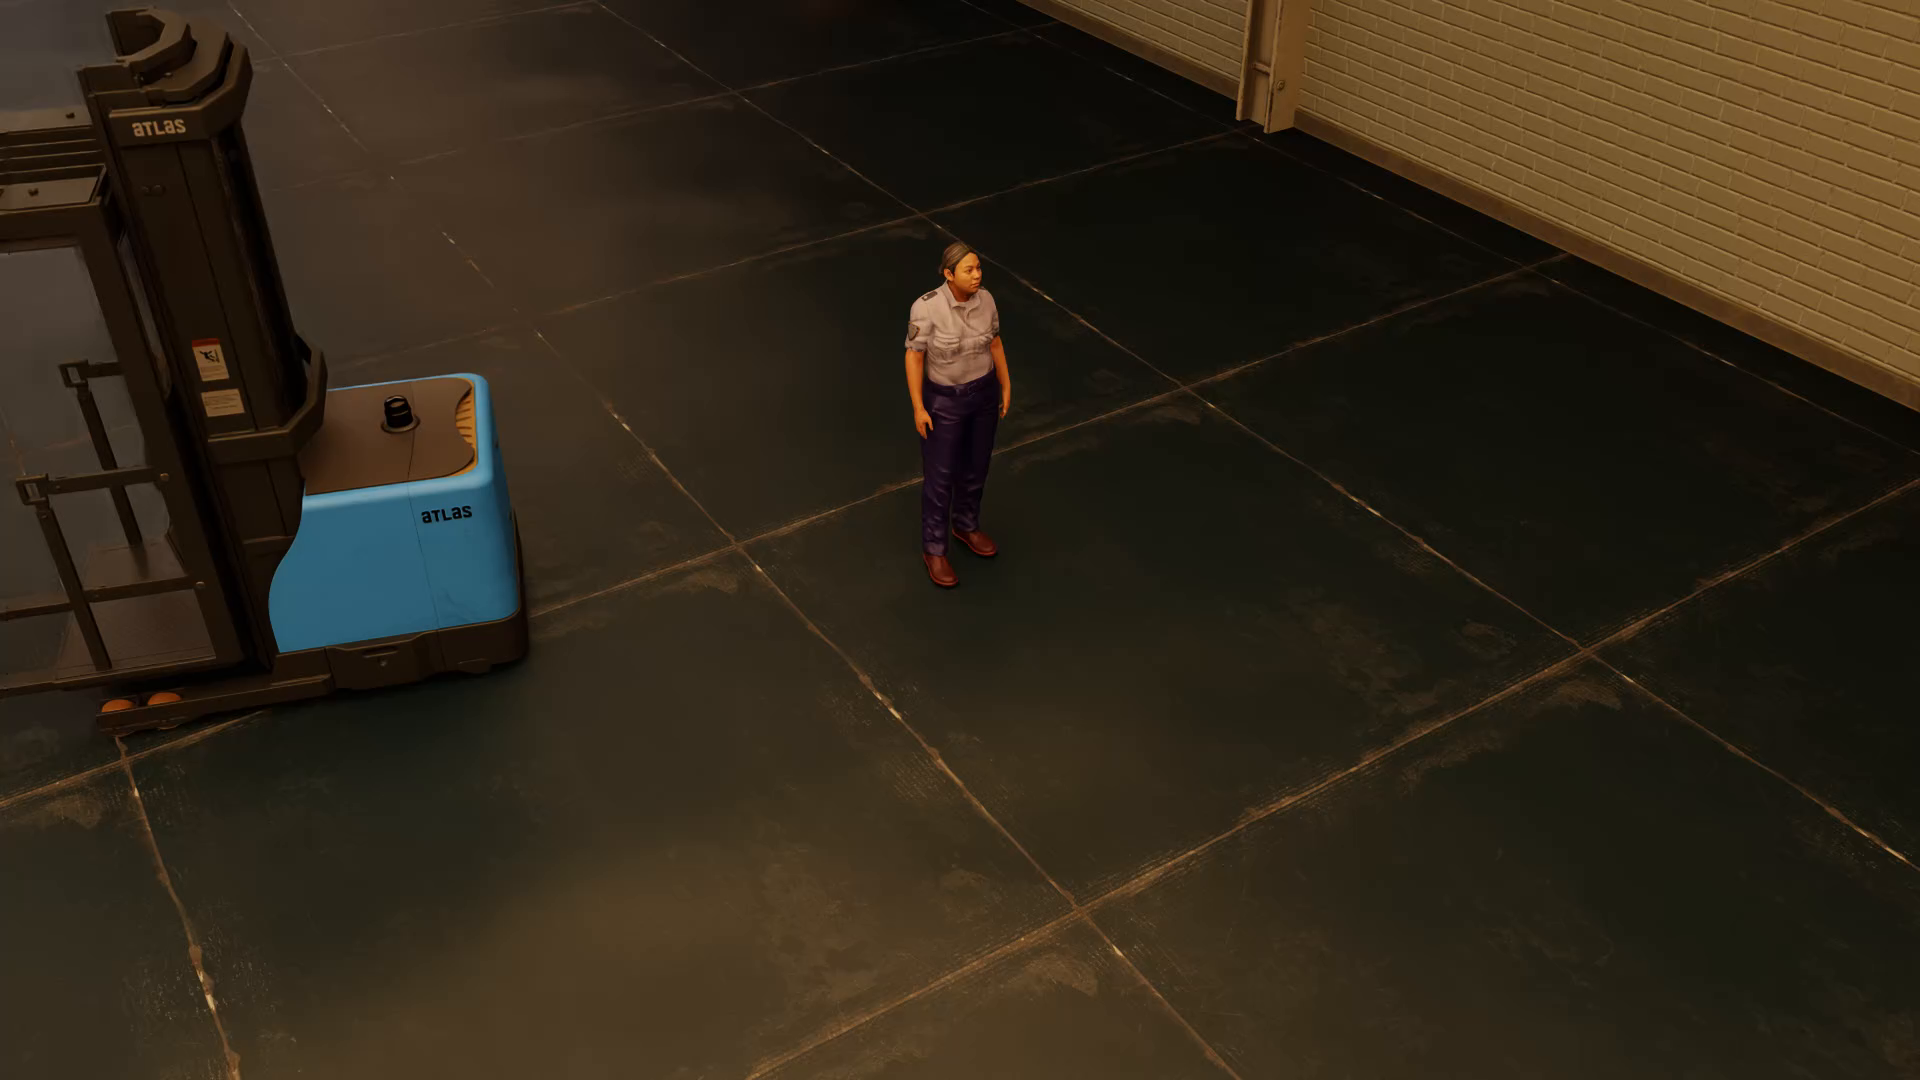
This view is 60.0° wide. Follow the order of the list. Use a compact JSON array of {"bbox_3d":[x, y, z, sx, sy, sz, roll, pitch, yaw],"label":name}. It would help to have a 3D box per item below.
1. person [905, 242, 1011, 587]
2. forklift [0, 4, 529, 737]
[{"bbox_3d":[0.029,-0.631,8.147,0.598,1.651,0.503,-21,40,-27],"label":"person"},{"bbox_3d":[-3.610,-0.656,7.082,3.031,2.935,1.130,-9,36,-12],"label":"forklift"}]
